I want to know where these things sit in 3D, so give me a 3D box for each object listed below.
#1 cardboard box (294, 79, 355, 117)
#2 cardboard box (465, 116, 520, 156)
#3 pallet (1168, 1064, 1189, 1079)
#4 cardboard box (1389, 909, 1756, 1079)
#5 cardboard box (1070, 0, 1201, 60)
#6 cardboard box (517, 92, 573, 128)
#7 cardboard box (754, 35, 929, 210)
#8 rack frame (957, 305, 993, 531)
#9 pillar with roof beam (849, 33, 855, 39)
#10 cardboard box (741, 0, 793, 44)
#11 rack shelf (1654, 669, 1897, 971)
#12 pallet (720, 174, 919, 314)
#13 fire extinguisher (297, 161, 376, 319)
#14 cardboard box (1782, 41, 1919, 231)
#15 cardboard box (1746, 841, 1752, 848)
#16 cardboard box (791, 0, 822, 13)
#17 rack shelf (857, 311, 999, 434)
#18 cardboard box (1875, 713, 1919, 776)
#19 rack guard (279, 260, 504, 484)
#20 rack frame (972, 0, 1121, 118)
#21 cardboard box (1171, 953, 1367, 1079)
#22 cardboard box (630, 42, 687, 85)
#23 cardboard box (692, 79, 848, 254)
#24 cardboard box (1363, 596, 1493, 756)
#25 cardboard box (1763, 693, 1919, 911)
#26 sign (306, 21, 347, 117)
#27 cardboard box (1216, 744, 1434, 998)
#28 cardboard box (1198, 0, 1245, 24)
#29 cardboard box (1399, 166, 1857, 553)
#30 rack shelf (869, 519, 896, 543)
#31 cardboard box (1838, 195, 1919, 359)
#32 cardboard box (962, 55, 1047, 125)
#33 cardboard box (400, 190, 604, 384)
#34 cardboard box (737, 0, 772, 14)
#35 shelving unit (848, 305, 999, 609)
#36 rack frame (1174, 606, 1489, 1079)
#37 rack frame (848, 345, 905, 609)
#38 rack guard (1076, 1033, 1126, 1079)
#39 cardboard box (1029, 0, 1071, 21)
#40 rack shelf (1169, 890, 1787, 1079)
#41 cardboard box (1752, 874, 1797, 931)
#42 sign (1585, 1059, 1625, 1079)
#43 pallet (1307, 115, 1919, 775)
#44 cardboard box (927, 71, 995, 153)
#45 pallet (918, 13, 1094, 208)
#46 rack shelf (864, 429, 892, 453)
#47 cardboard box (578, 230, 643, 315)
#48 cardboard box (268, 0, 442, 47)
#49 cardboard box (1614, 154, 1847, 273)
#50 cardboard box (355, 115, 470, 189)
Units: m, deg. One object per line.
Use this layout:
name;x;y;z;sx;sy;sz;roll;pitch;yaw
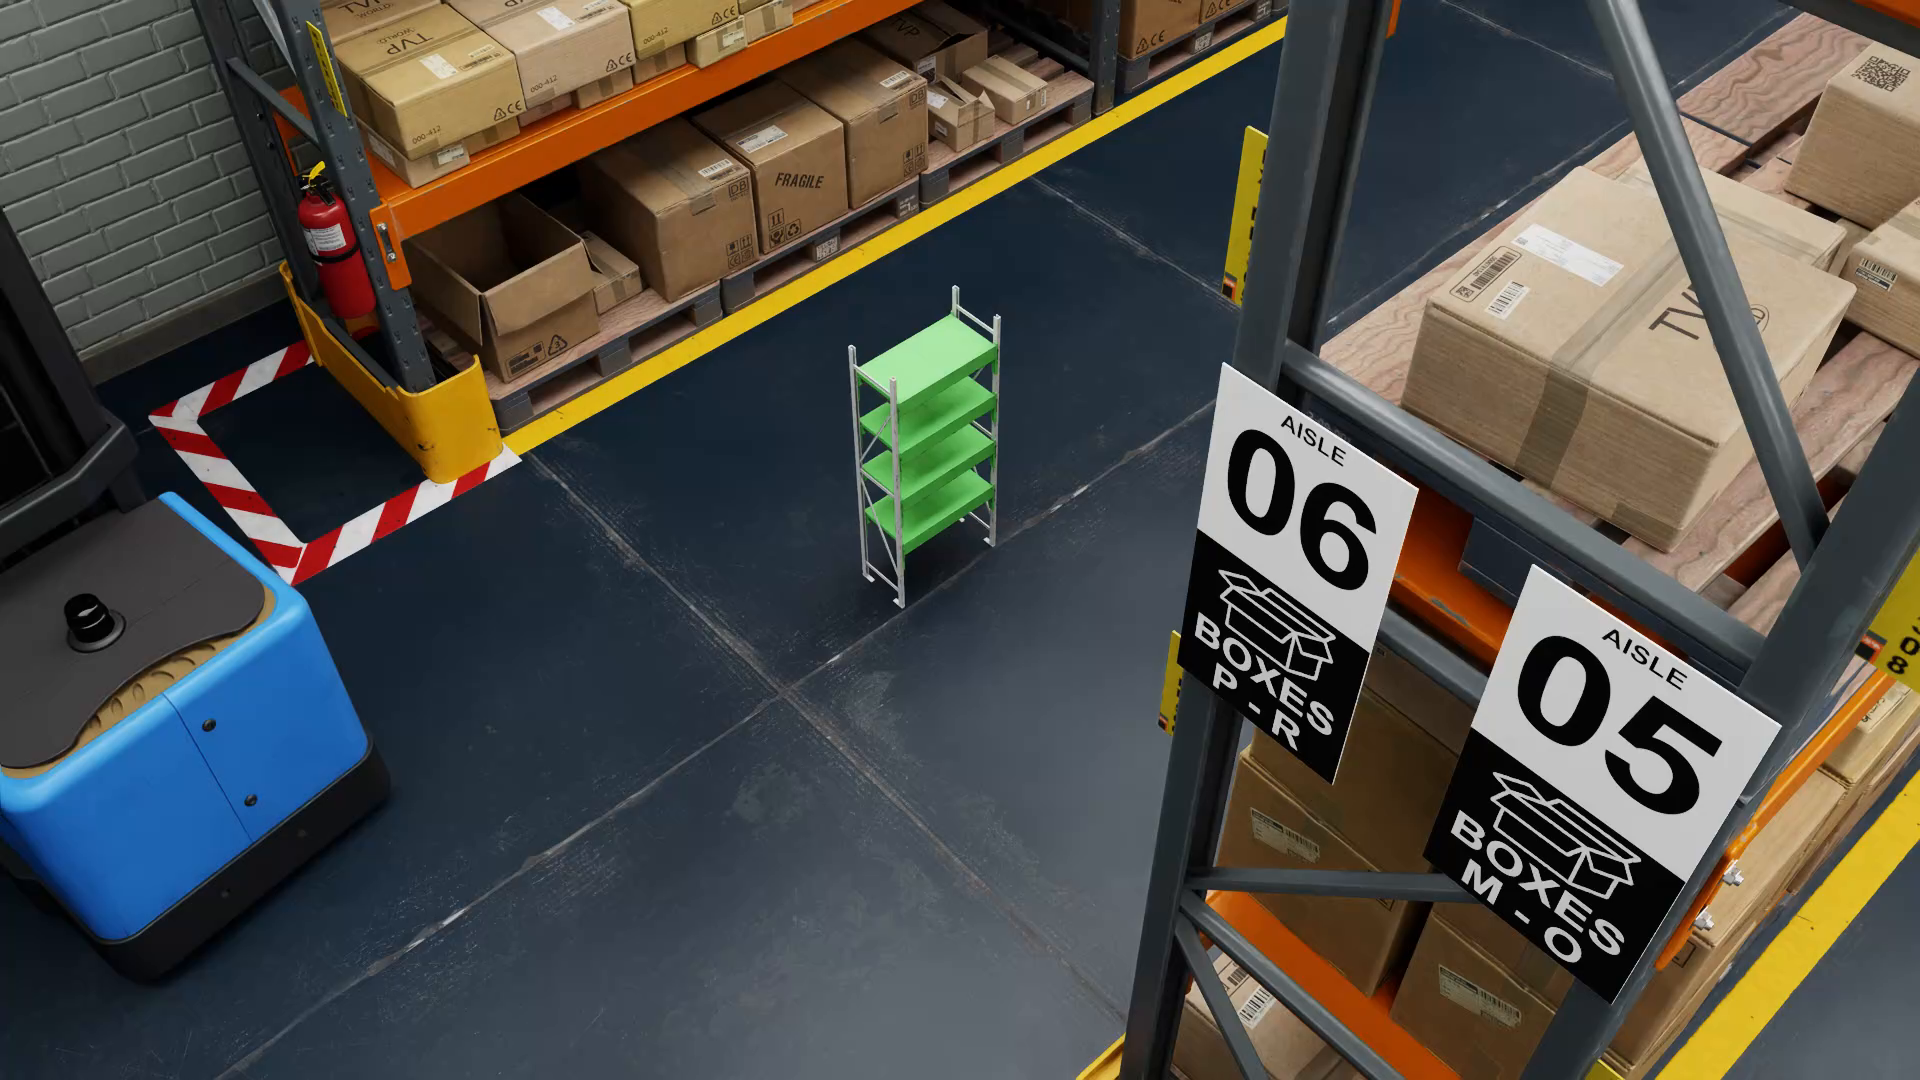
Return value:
cardboard box;-2.452;-1.824;6.616;0.250;0.149;0.380;-34;56;-28
cardboard box;-1.932;-1.678;6.482;0.250;0.149;0.380;-32;55;-26
pallet;1.365;1.606;5.178;1.213;0.211;1.003;-34;56;-27
cardboard box;1.374;0.983;3.787;0.500;0.500;0.500;-34;56;-27
cardboard box;0.952;-2.988;8.935;0.500;0.500;0.500;-31;55;-26
cardboard box;-1.760;-1.827;6.619;0.250;0.149;0.380;-34;56;-28
cardboard box;-0.573;-2.059;8.078;0.500;0.500;0.700;-36;57;-28
rack frame;0.058;-0.446;6.398;0.006;1.046;0.228;-34;56;-27
pillar with roof beam;2.218;-3.416;3.832;0.400;9.000;9.100;-34;56;-27
cardboard box;-0.921;-2.278;7.035;0.250;0.149;0.380;-33;55;-26
rack shelf;5.639;2.539;1.888;4.000;1.870;10.987;-34;56;-27
pallet;-0.969;-1.686;8.215;1.213;0.211;1.003;-34;56;-27
fire extinguisher;-2.314;-1.122;6.104;0.183;0.674;0.296;-34;56;-27
cardboard box;1.967;-0.778;3.146;0.500;0.311;0.500;-33;55;-27
cardboard box;1.275;0.480;3.129;0.250;0.149;0.380;-33;55;-26
cardboard box;-0.777;-2.443;7.188;0.250;0.149;0.380;-34;56;-27
rack shelf;-0.122;-0.607;5.981;0.480;0.148;0.258;-34;56;-27
cardboard box;2.126;0.125;3.899;0.500;0.500;0.500;-34;56;-27
rack guard;-2.460;-0.789;7.191;0.348;0.500;1.175;-34;56;-27
rack frame;0.443;-3.577;8.063;0.127;3.000;1.000;-34;56;-27
cardboard box;1.247;1.444;4.888;0.875;0.438;0.875;-36;57;-28
cardboard box;-1.340;-2.053;6.827;0.250;0.149;0.380;-33;55;-27
cardboard box;-0.883;-1.753;7.795;0.500;0.500;0.500;-33;55;-27
cardboard box;0.956;0.219;3.371;0.250;0.149;0.380;-33;55;-27
cardboard box;1.750;0.384;3.660;0.500;0.500;0.500;-35;56;-28
sign;-2.151;-1.598;5.647;0.005;0.325;0.100;-34;56;-27
cardboard box;1.004;0.682;4.065;0.500;0.500;0.500;-33;56;-27
cardboard box;1.340;-3.257;9.182;0.500;0.500;0.500;-34;56;-28
cardboard box;1.098;-0.316;2.761;0.500;0.250;0.500;34;56;27
rack shelf;-0.122;-0.138;6.489;0.442;0.029;0.199;-34;56;-27
cardboard box;1.785;-0.423;2.929;0.250;0.149;0.380;-32;55;-26
cardboard box;0.229;-2.317;8.554;0.250;0.149;0.380;-35;56;-28
cardboard box;-2.000;-1.146;7.232;0.637;0.503;0.797;-36;57;-28
cardboard box;-0.890;-2.493;6.962;0.500;0.250;0.500;-35;56;-28
shelving unit;7.177;1.156;4.921;8.595;1.200;13.061;-34;56;-27
rack frame;0.823;1.096;3.751;0.053;2.616;0.949;-34;56;-27
rack frame;-0.303;-0.204;6.175;0.015;1.200;0.240;-34;56;-27
rack guard;0.808;1.958;4.657;0.348;0.500;1.175;-34;56;-27
cardboard box;0.904;-3.513;9.317;1.298;0.649;0.516;-32;55;-26
rack shelf;2.305;0.353;4.926;4.000;0.370;1.077;-34;56;-27
cardboard box;1.729;0.718;4.032;0.500;0.500;0.500;-35;56;-28
sign;1.195;1.083;3.121;0.005;0.325;0.100;-34;56;-27
pallet;1.368;-0.261;3.023;1.213;0.211;1.003;-34;56;-27
cardboard box;-0.036;-2.180;8.349;0.258;0.266;0.396;-32;55;-26
pallet;-0.066;-2.292;8.775;1.213;0.211;1.003;-34;56;-27
rack shelf;-0.122;-0.464;6.136;0.442;0.029;0.199;-34;56;-27
cardboard box;-1.660;-1.214;7.537;0.250;0.149;0.380;-36;57;-28
cardboard box;-2.355;-2.021;6.527;0.500;0.250;0.500;-32;55;-26
cardboard box;1.354;-0.532;3.030;0.380;0.149;0.250;35;56;28
cardboard box;-2.089;-1.527;6.342;0.250;0.149;0.380;-34;56;-27
